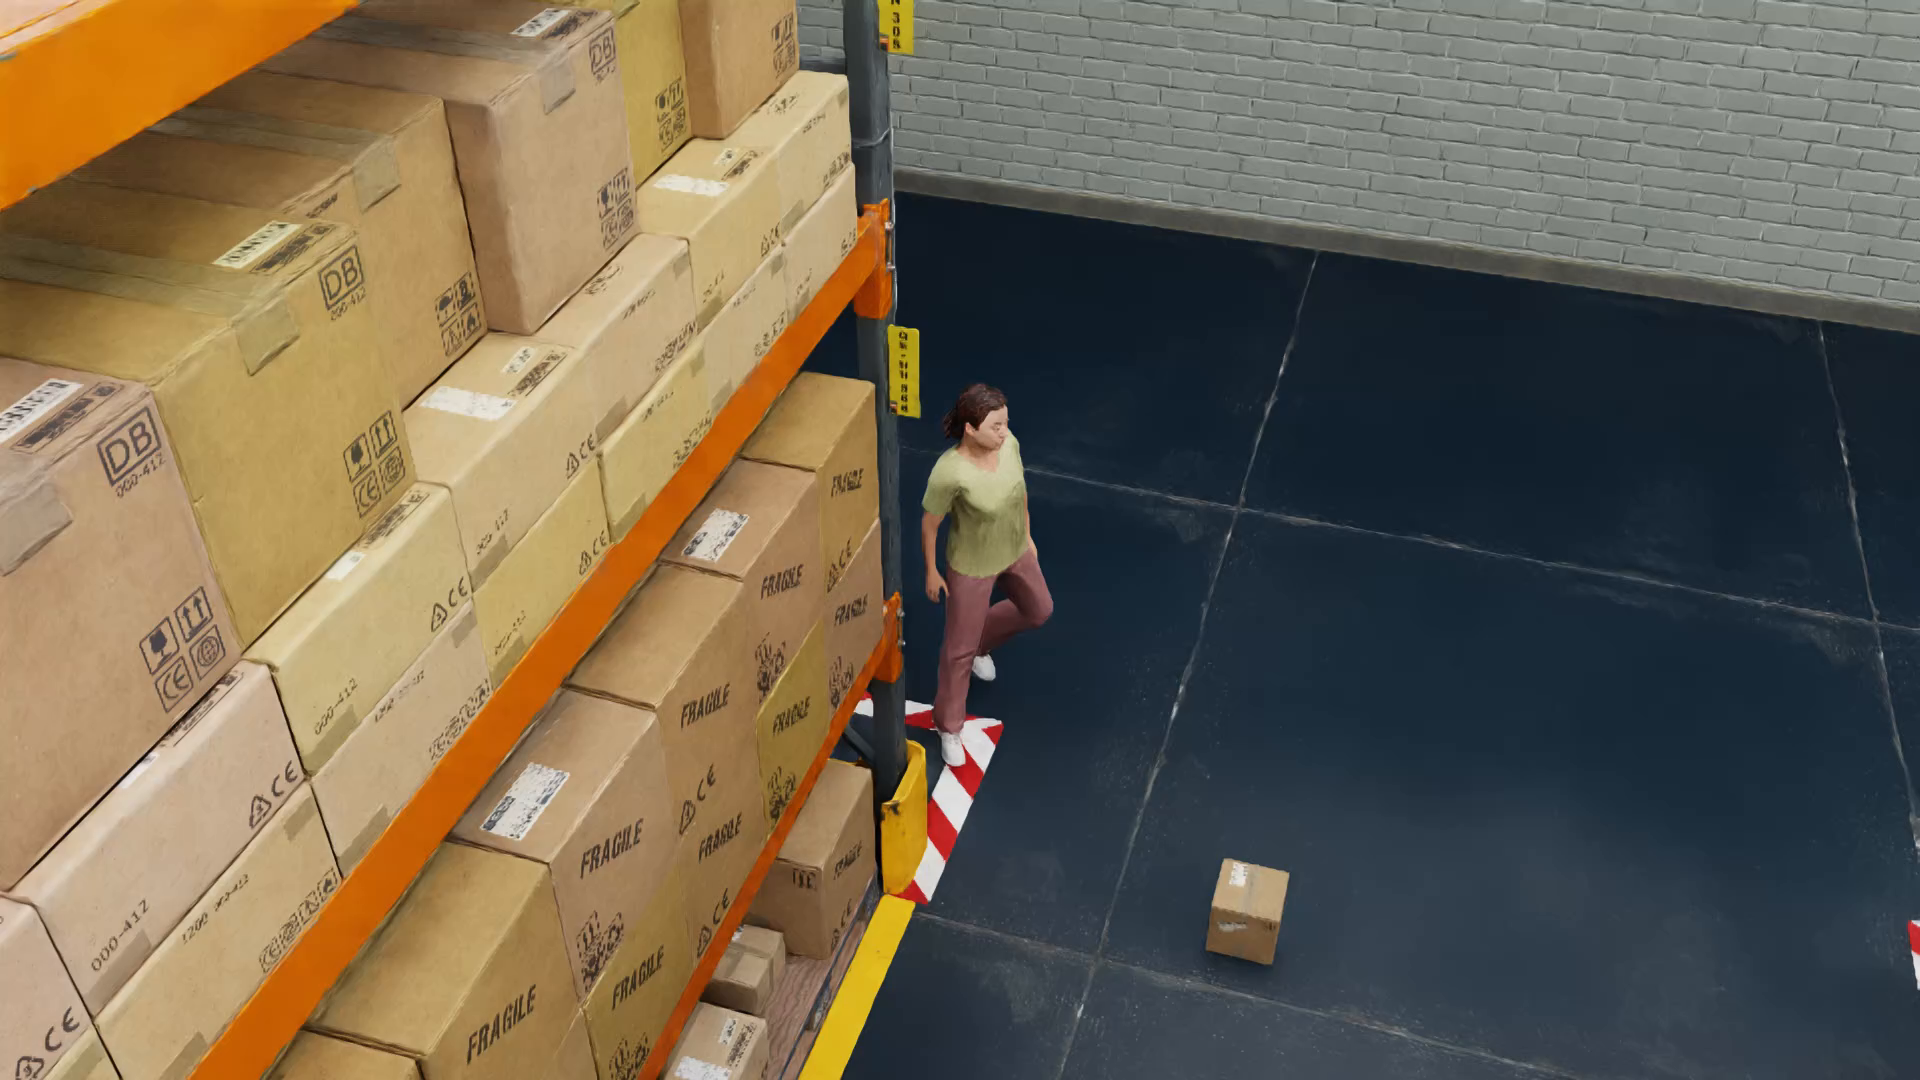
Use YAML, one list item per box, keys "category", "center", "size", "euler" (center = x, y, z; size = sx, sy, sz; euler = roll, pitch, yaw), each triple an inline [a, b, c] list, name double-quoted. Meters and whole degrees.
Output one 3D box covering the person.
- category: "person"
  center: [0.040, 0.074, 6.766]
  size: [0.615, 1.664, 0.525]
  euler: [-28, 45, -32]
